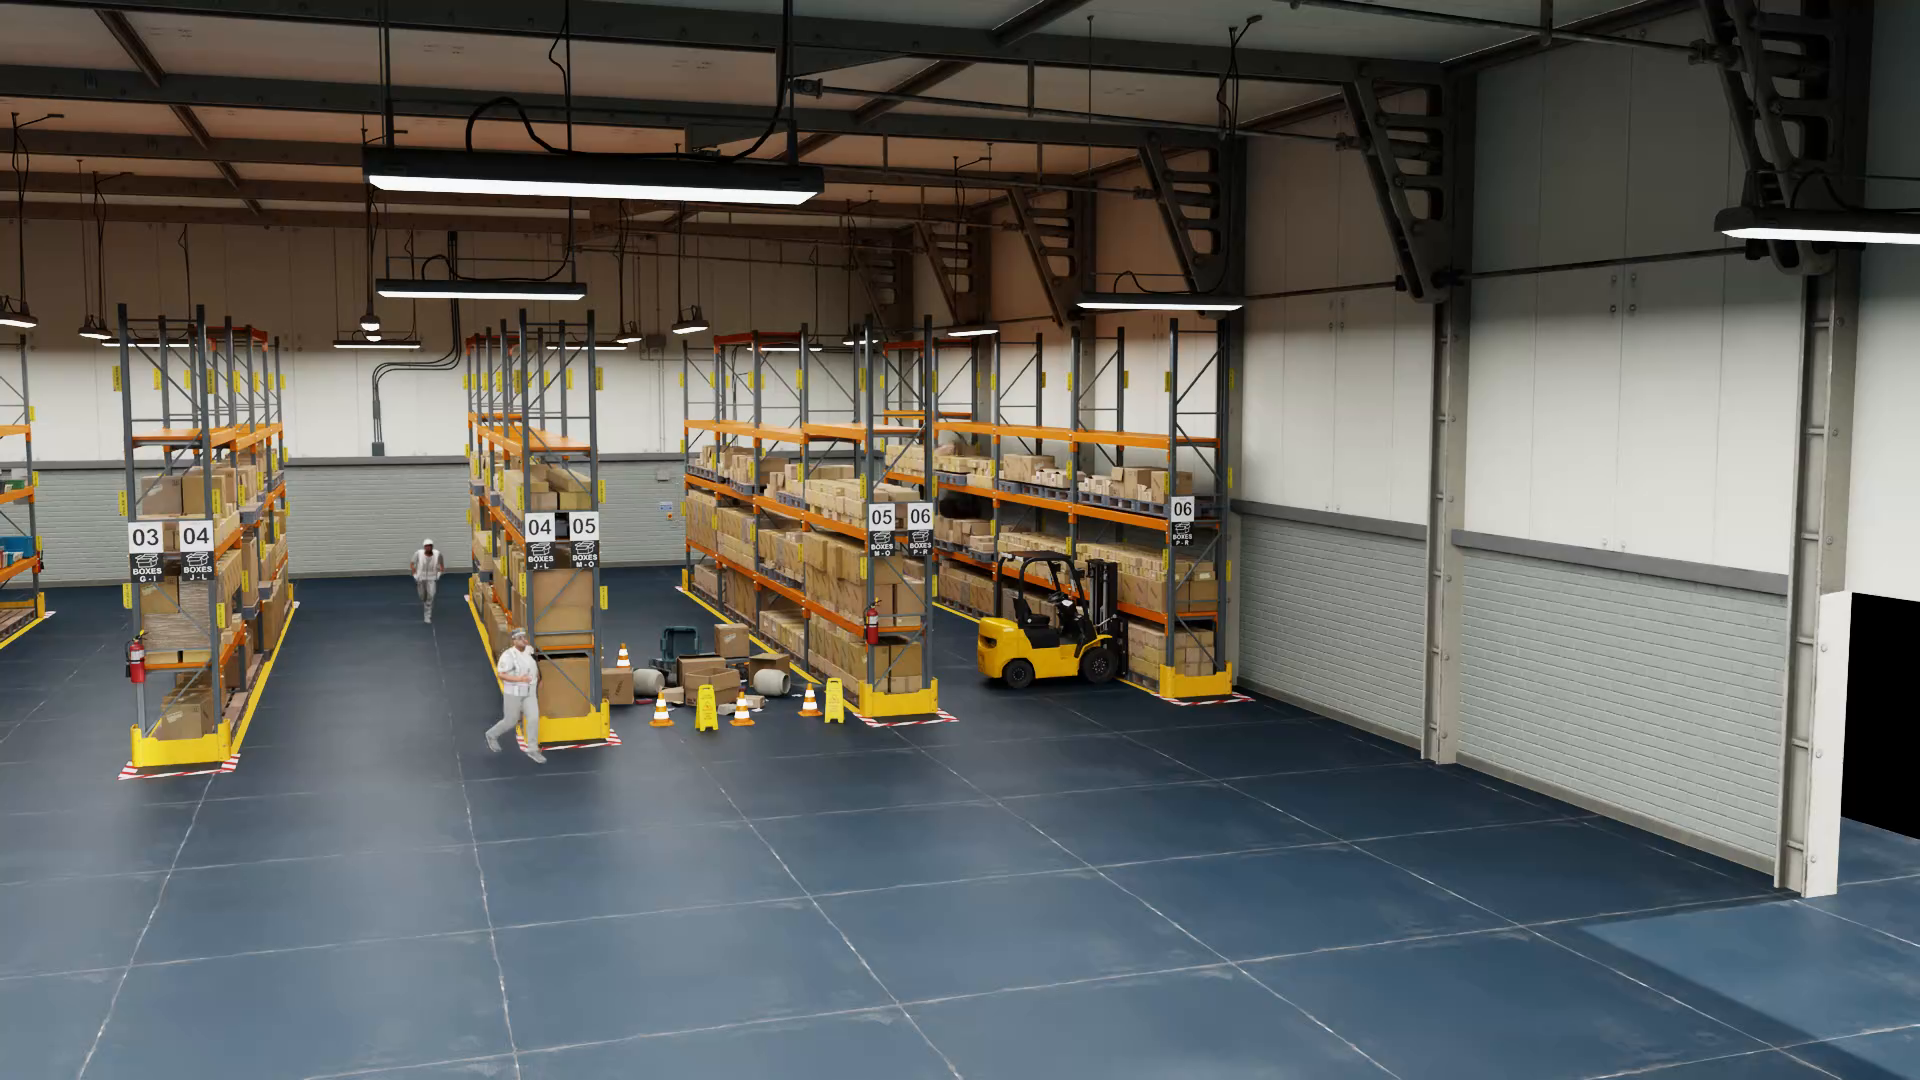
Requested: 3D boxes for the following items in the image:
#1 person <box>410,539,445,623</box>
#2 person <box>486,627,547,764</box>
[{"bbox_3d":[-11.196,0.838,34.990,0.687,1.765,0.947,-2,6,-17],"label":"person"},{"bbox_3d":[-5.868,2.030,22.082,0.974,1.802,0.673,5,7,40],"label":"person"}]
